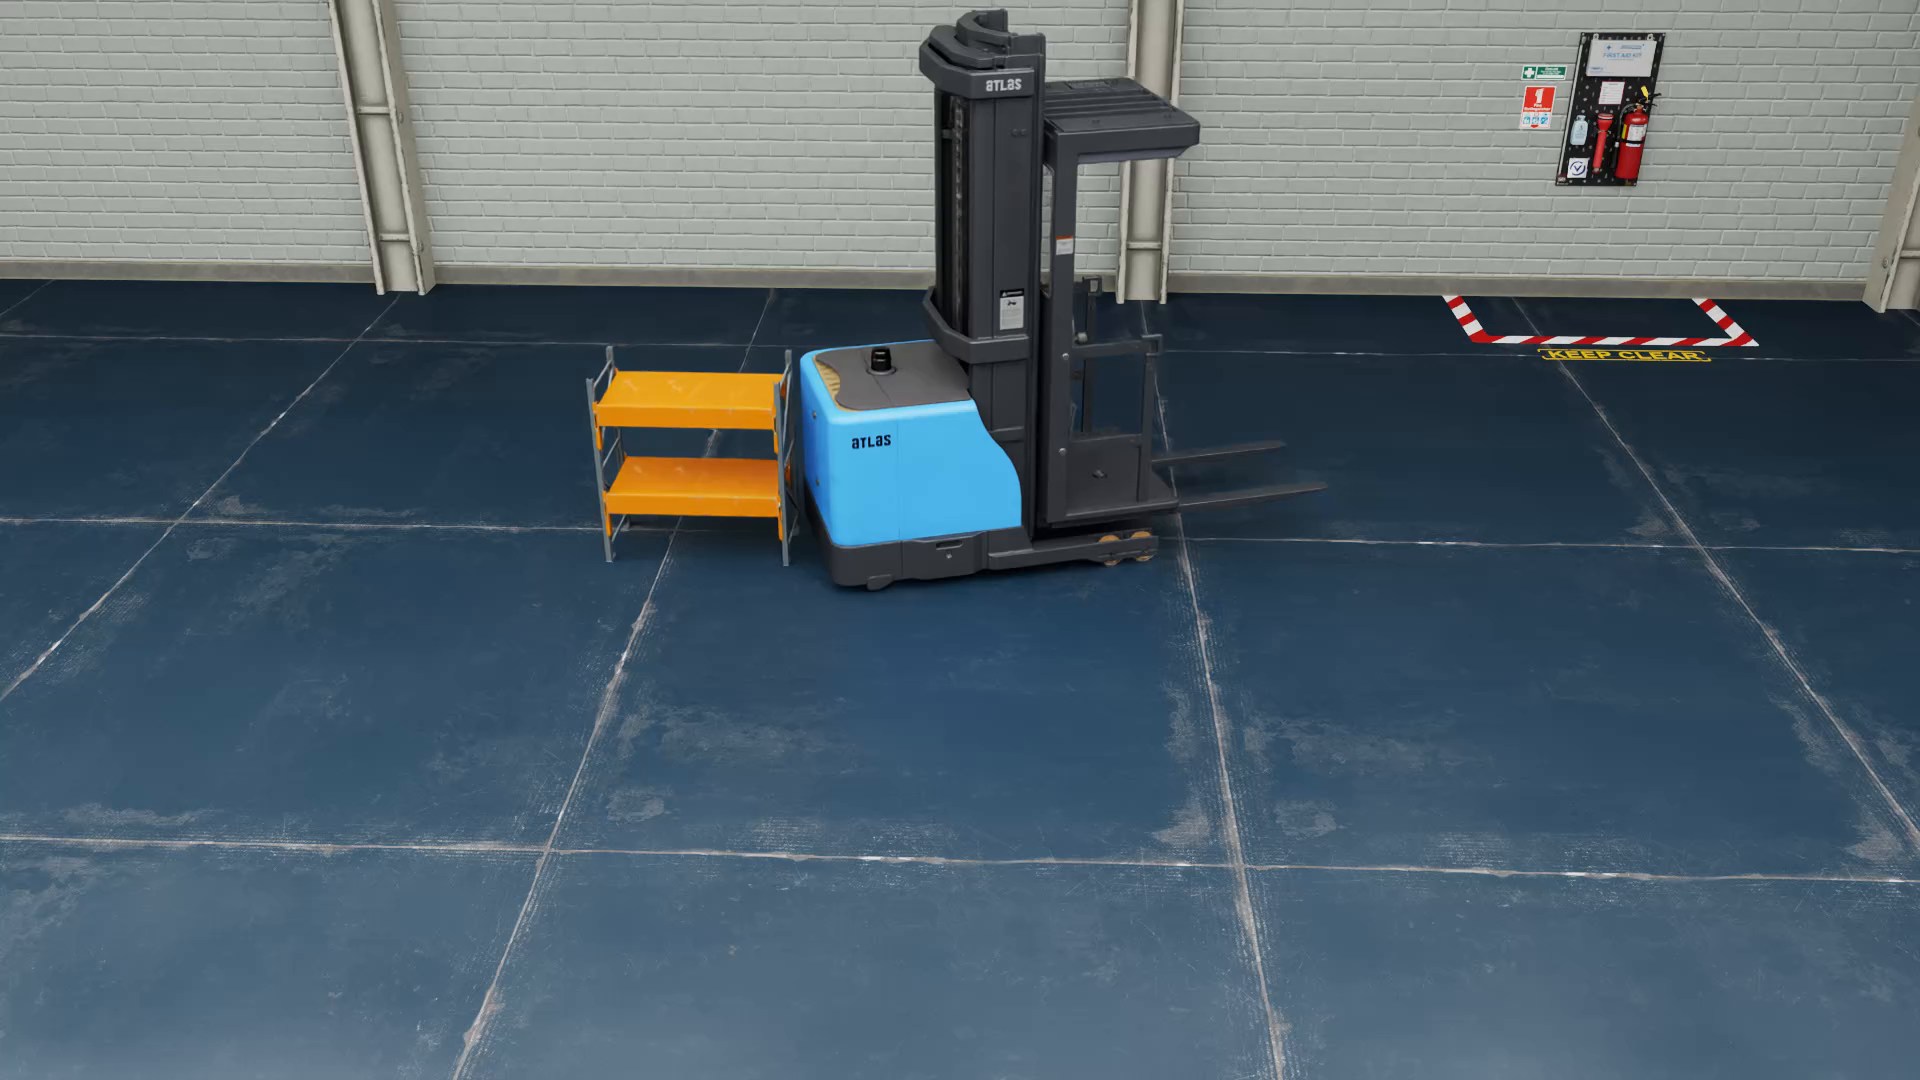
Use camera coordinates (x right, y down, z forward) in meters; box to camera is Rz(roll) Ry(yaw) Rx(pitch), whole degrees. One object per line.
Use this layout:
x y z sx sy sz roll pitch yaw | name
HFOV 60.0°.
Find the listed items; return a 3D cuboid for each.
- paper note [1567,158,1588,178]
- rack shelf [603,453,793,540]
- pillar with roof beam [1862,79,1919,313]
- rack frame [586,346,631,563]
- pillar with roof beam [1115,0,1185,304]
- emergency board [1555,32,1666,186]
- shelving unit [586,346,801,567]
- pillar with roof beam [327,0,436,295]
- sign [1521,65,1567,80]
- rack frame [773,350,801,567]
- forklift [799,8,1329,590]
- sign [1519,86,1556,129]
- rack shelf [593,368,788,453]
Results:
4.814 -2.898 12.955 0.142 0.148 0.016 1 28 2 | paper note
-1.485 -0.255 9.552 1.000 0.278 0.538 1 28 2 | rack shelf
7.305 -3.829 7.365 0.400 9.000 9.100 1 28 2 | pillar with roof beam
-1.992 -0.482 9.459 0.032 1.125 0.500 1 28 2 | rack frame
1.309 -3.928 7.552 0.400 9.000 9.100 1 28 2 | pillar with roof beam
4.989 -3.252 12.682 0.643 1.169 0.194 1 28 2 | emergency board
-1.485 -0.471 9.437 1.048 1.125 0.538 1 28 2 | shelving unit
-4.687 -4.027 7.739 0.400 9.000 9.100 1 28 2 | pillar with roof beam
4.444 -3.555 12.650 0.331 0.109 0.001 1 28 2 | sign
-0.977 -0.459 9.416 0.032 1.125 0.500 1 28 2 | rack frame
0.646 -1.385 9.233 3.031 2.935 1.130 -7 29 -13 | forklift
4.440 -3.325 12.782 0.234 0.329 0.001 1 28 2 | sign
-1.485 -0.729 9.300 1.000 0.278 0.538 1 28 2 | rack shelf
